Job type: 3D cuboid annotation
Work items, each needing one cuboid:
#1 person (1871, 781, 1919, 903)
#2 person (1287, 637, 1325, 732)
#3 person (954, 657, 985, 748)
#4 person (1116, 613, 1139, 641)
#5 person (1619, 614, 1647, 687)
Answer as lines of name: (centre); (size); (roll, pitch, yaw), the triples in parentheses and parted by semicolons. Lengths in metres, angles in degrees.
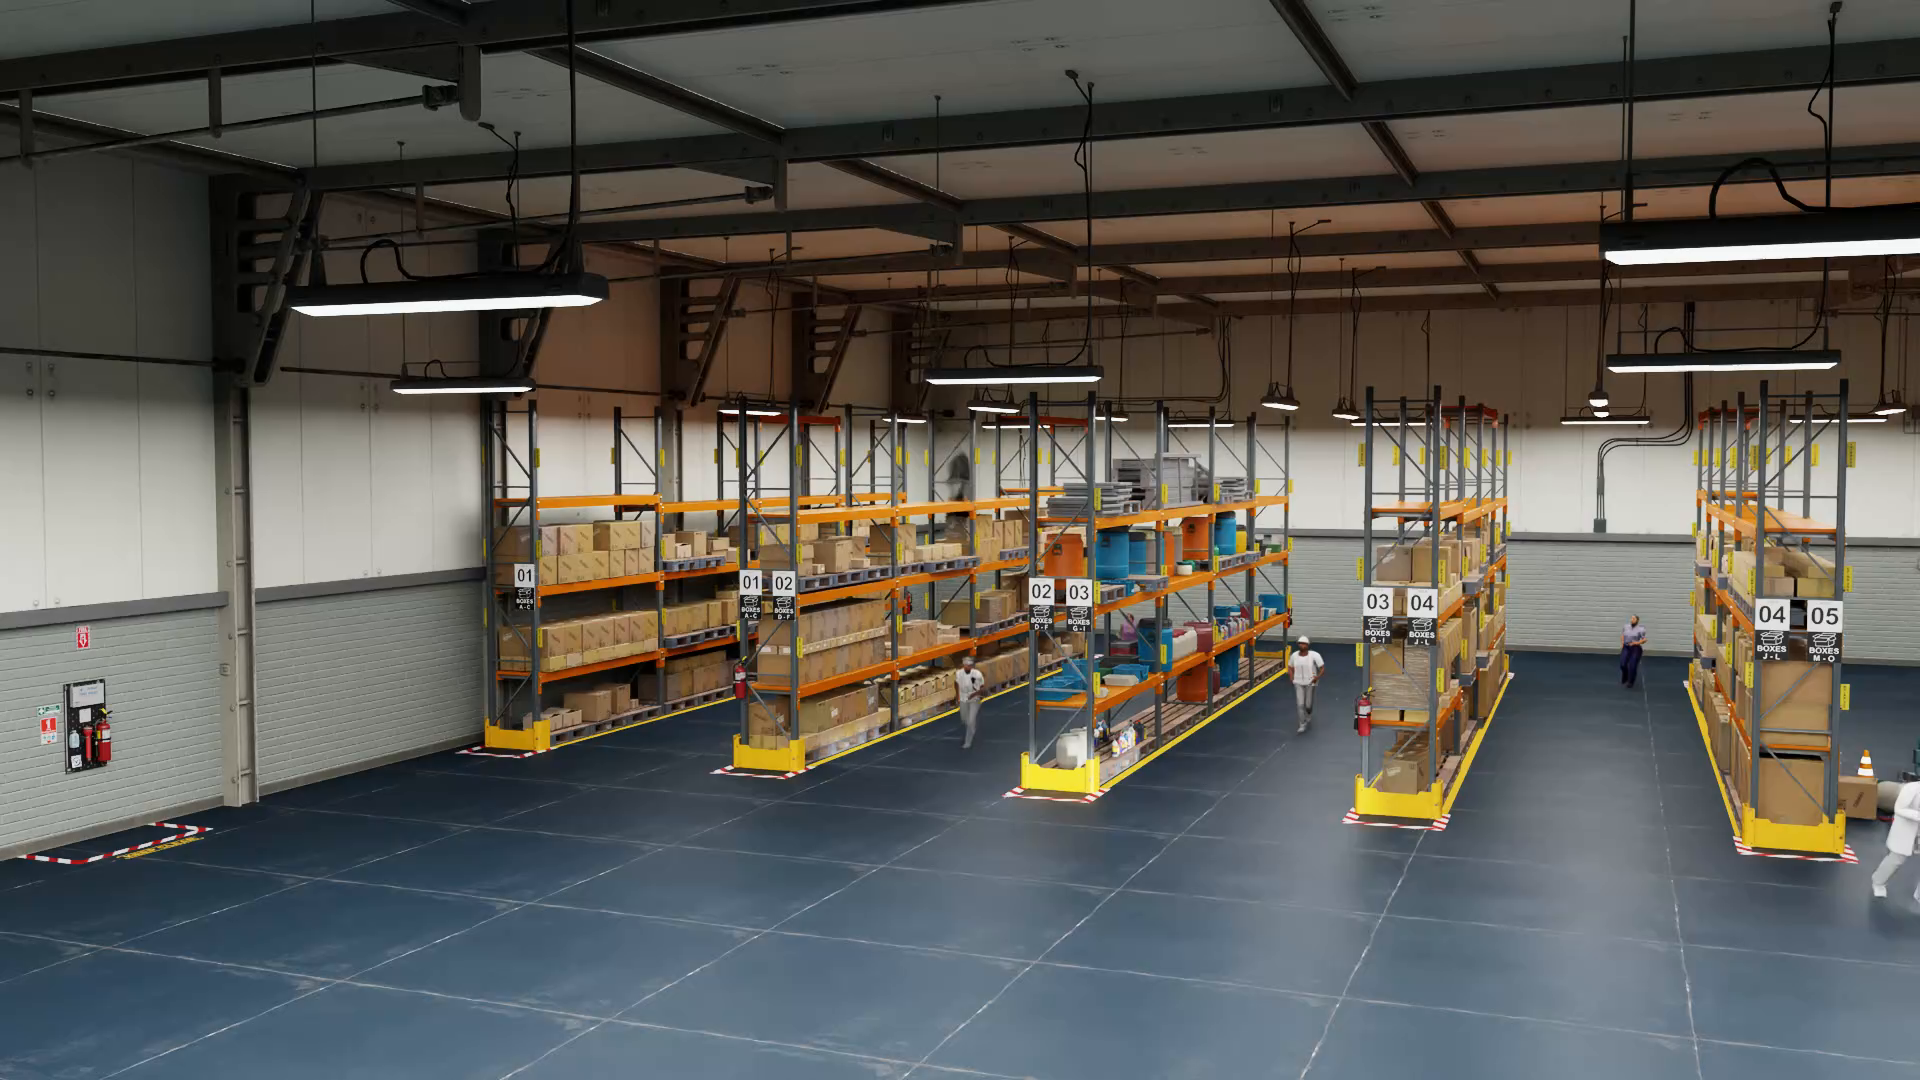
person: (10.558, 3.283, 18.453); (0.752, 1.734, 1.072); (-1, 3, -12)
person: (6.338, 2.638, 30.531); (0.693, 1.743, 0.659); (1, 3, 24)
person: (0.171, 2.798, 28.807); (0.565, 1.620, 0.709); (0, 3, 8)
person: (3.770, 2.397, 37.174); (0.541, 1.586, 0.964); (1, 3, 11)
person: (14.640, 2.422, 36.203); (0.604, 1.615, 0.560); (2, 4, 38)
